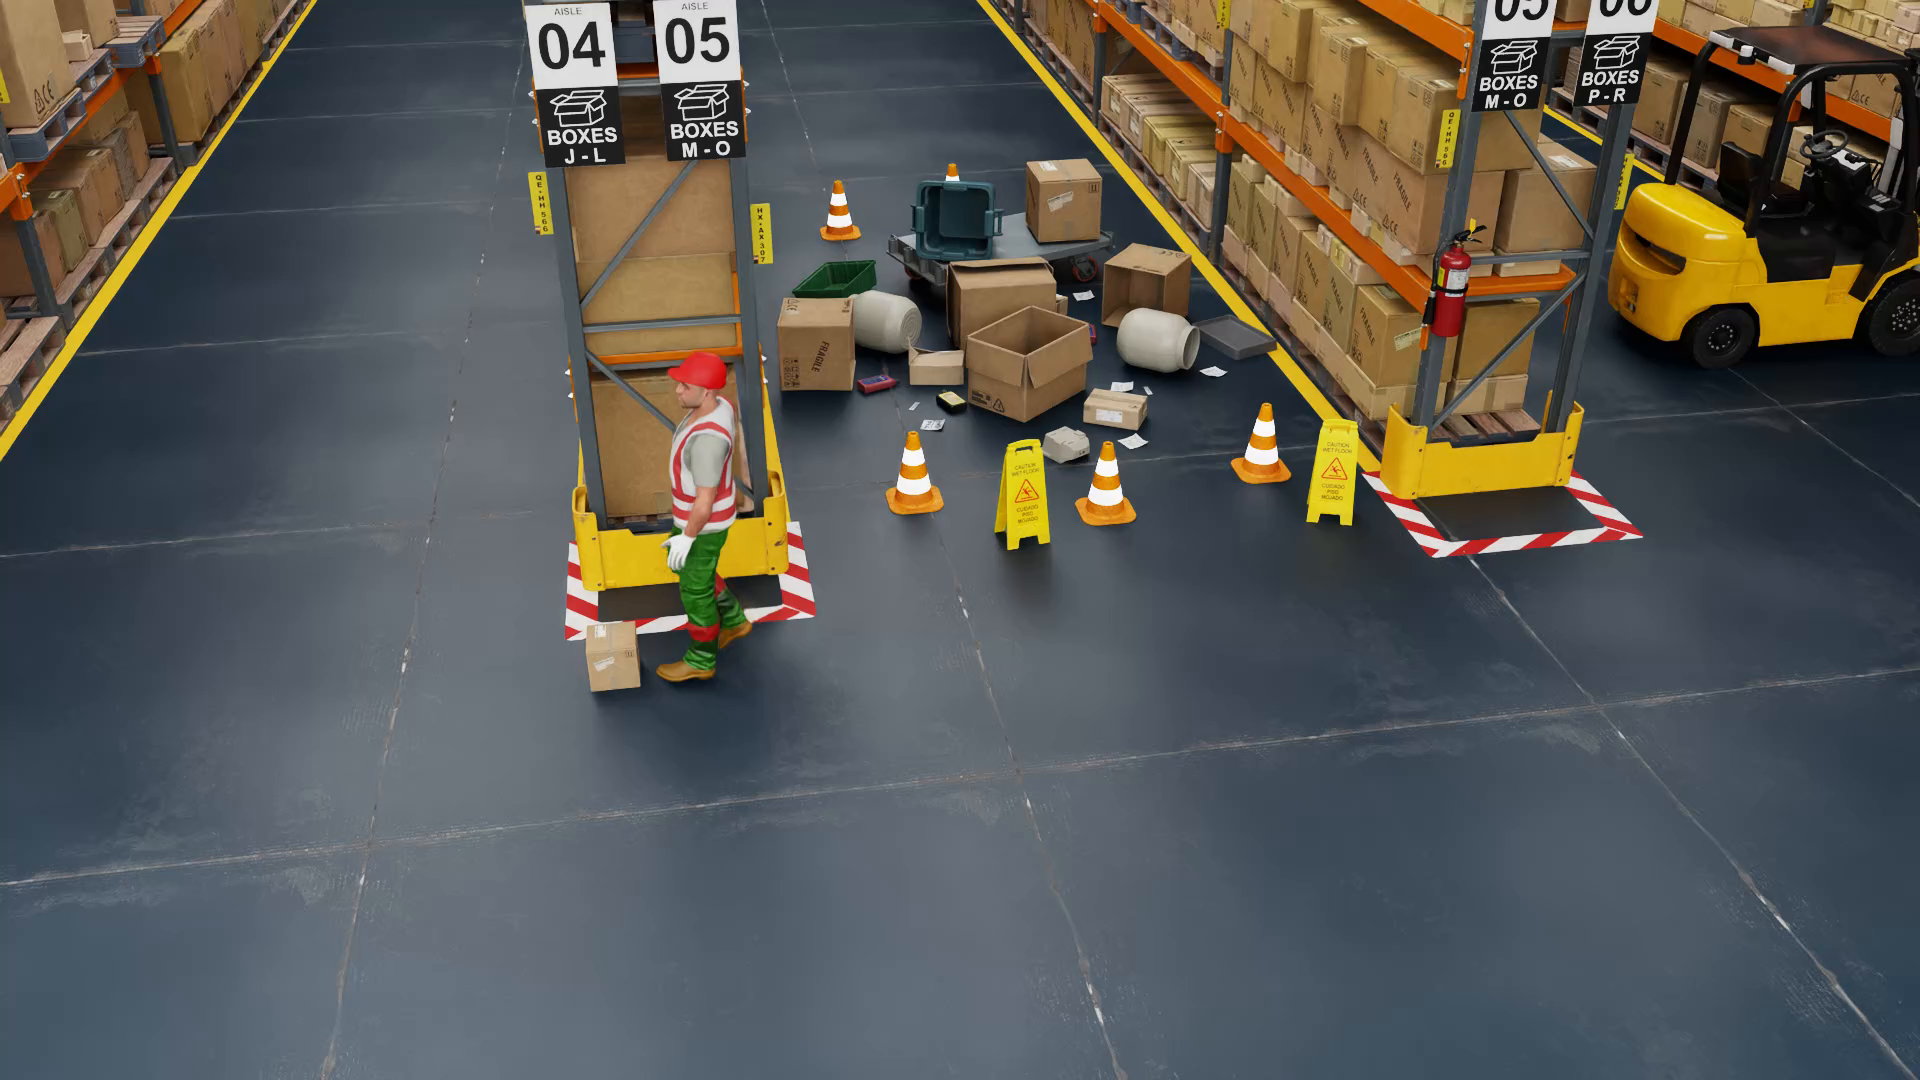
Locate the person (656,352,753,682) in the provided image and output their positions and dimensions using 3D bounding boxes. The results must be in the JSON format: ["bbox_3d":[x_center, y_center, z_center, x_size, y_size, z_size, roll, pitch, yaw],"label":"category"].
[{"bbox_3d":[-1.329,-0.107,8.244,0.496,1.797,0.599,-2,30,-3],"label":"person"}]
